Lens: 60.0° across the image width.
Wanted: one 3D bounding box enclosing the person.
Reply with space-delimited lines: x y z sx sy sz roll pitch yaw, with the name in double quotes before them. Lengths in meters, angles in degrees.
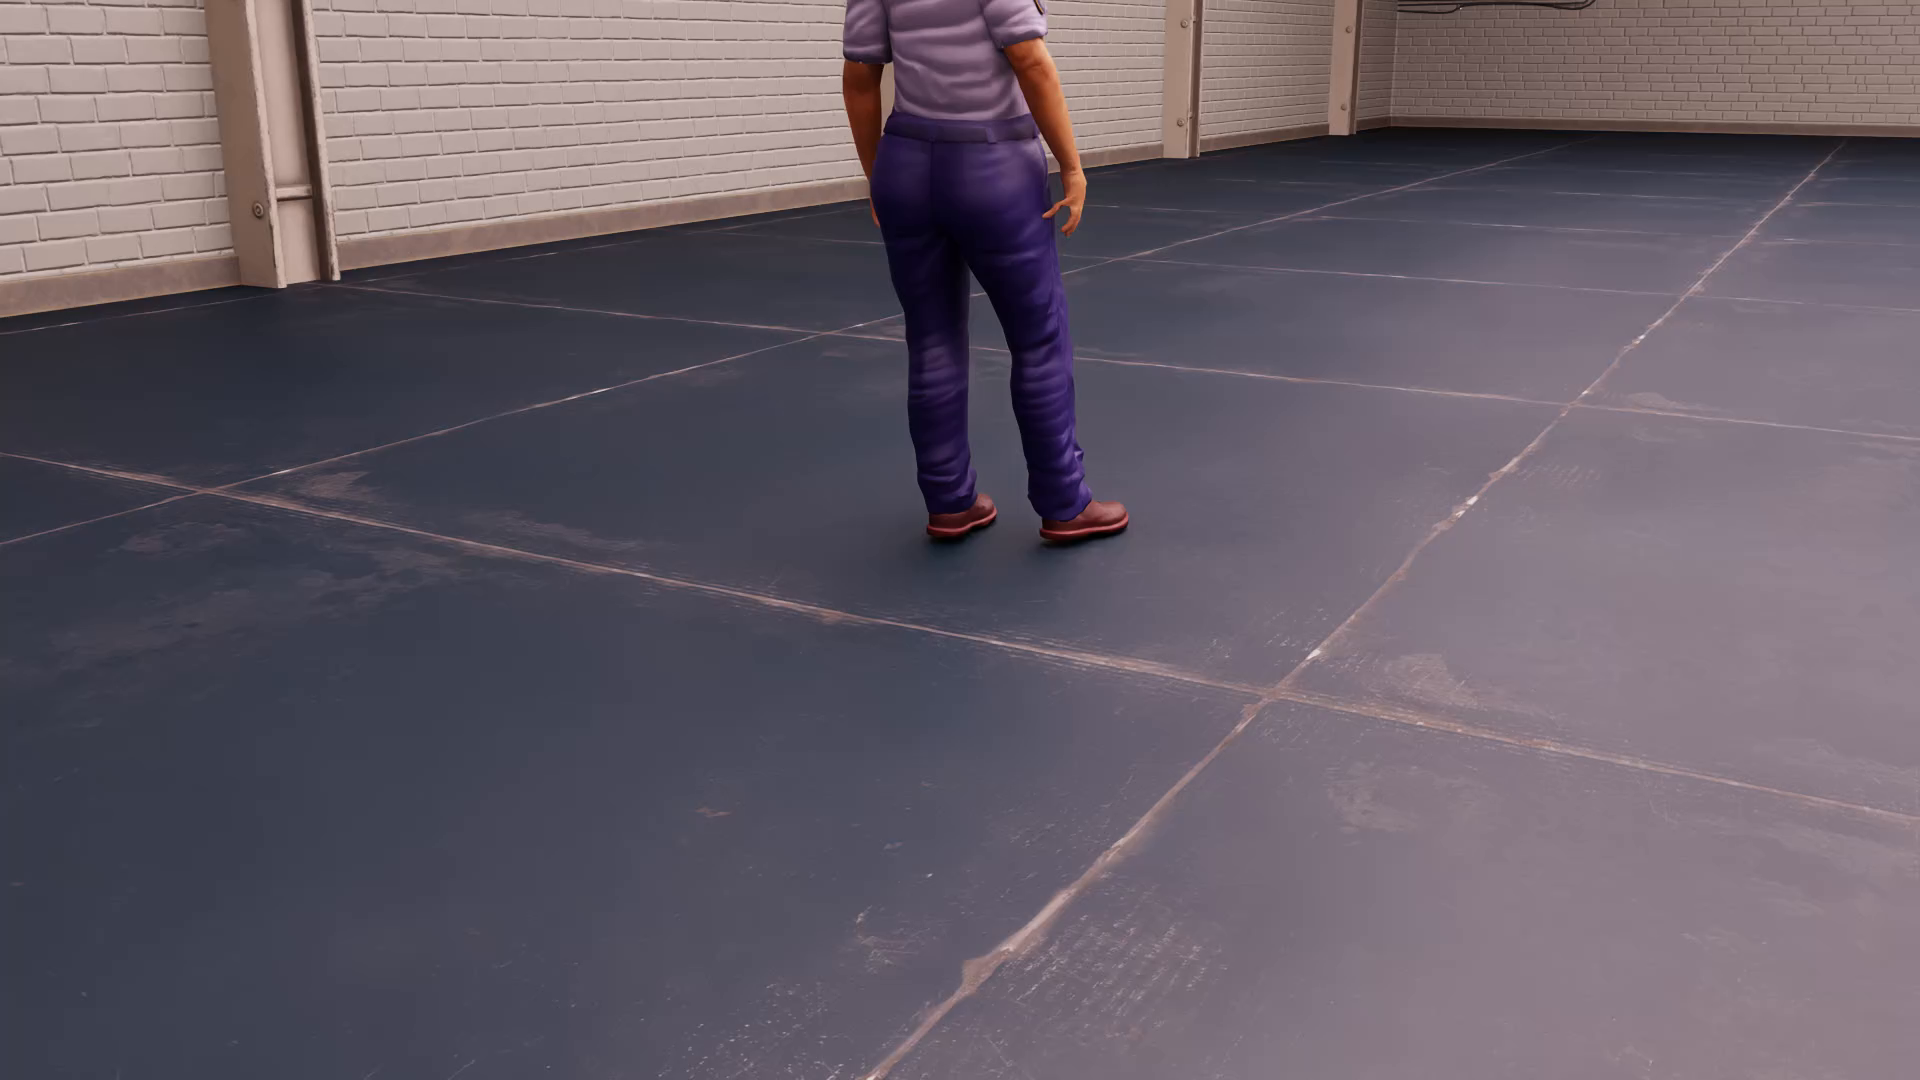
"person" 0.064 -0.816 3.870 0.598 1.651 0.502 9 19 28
